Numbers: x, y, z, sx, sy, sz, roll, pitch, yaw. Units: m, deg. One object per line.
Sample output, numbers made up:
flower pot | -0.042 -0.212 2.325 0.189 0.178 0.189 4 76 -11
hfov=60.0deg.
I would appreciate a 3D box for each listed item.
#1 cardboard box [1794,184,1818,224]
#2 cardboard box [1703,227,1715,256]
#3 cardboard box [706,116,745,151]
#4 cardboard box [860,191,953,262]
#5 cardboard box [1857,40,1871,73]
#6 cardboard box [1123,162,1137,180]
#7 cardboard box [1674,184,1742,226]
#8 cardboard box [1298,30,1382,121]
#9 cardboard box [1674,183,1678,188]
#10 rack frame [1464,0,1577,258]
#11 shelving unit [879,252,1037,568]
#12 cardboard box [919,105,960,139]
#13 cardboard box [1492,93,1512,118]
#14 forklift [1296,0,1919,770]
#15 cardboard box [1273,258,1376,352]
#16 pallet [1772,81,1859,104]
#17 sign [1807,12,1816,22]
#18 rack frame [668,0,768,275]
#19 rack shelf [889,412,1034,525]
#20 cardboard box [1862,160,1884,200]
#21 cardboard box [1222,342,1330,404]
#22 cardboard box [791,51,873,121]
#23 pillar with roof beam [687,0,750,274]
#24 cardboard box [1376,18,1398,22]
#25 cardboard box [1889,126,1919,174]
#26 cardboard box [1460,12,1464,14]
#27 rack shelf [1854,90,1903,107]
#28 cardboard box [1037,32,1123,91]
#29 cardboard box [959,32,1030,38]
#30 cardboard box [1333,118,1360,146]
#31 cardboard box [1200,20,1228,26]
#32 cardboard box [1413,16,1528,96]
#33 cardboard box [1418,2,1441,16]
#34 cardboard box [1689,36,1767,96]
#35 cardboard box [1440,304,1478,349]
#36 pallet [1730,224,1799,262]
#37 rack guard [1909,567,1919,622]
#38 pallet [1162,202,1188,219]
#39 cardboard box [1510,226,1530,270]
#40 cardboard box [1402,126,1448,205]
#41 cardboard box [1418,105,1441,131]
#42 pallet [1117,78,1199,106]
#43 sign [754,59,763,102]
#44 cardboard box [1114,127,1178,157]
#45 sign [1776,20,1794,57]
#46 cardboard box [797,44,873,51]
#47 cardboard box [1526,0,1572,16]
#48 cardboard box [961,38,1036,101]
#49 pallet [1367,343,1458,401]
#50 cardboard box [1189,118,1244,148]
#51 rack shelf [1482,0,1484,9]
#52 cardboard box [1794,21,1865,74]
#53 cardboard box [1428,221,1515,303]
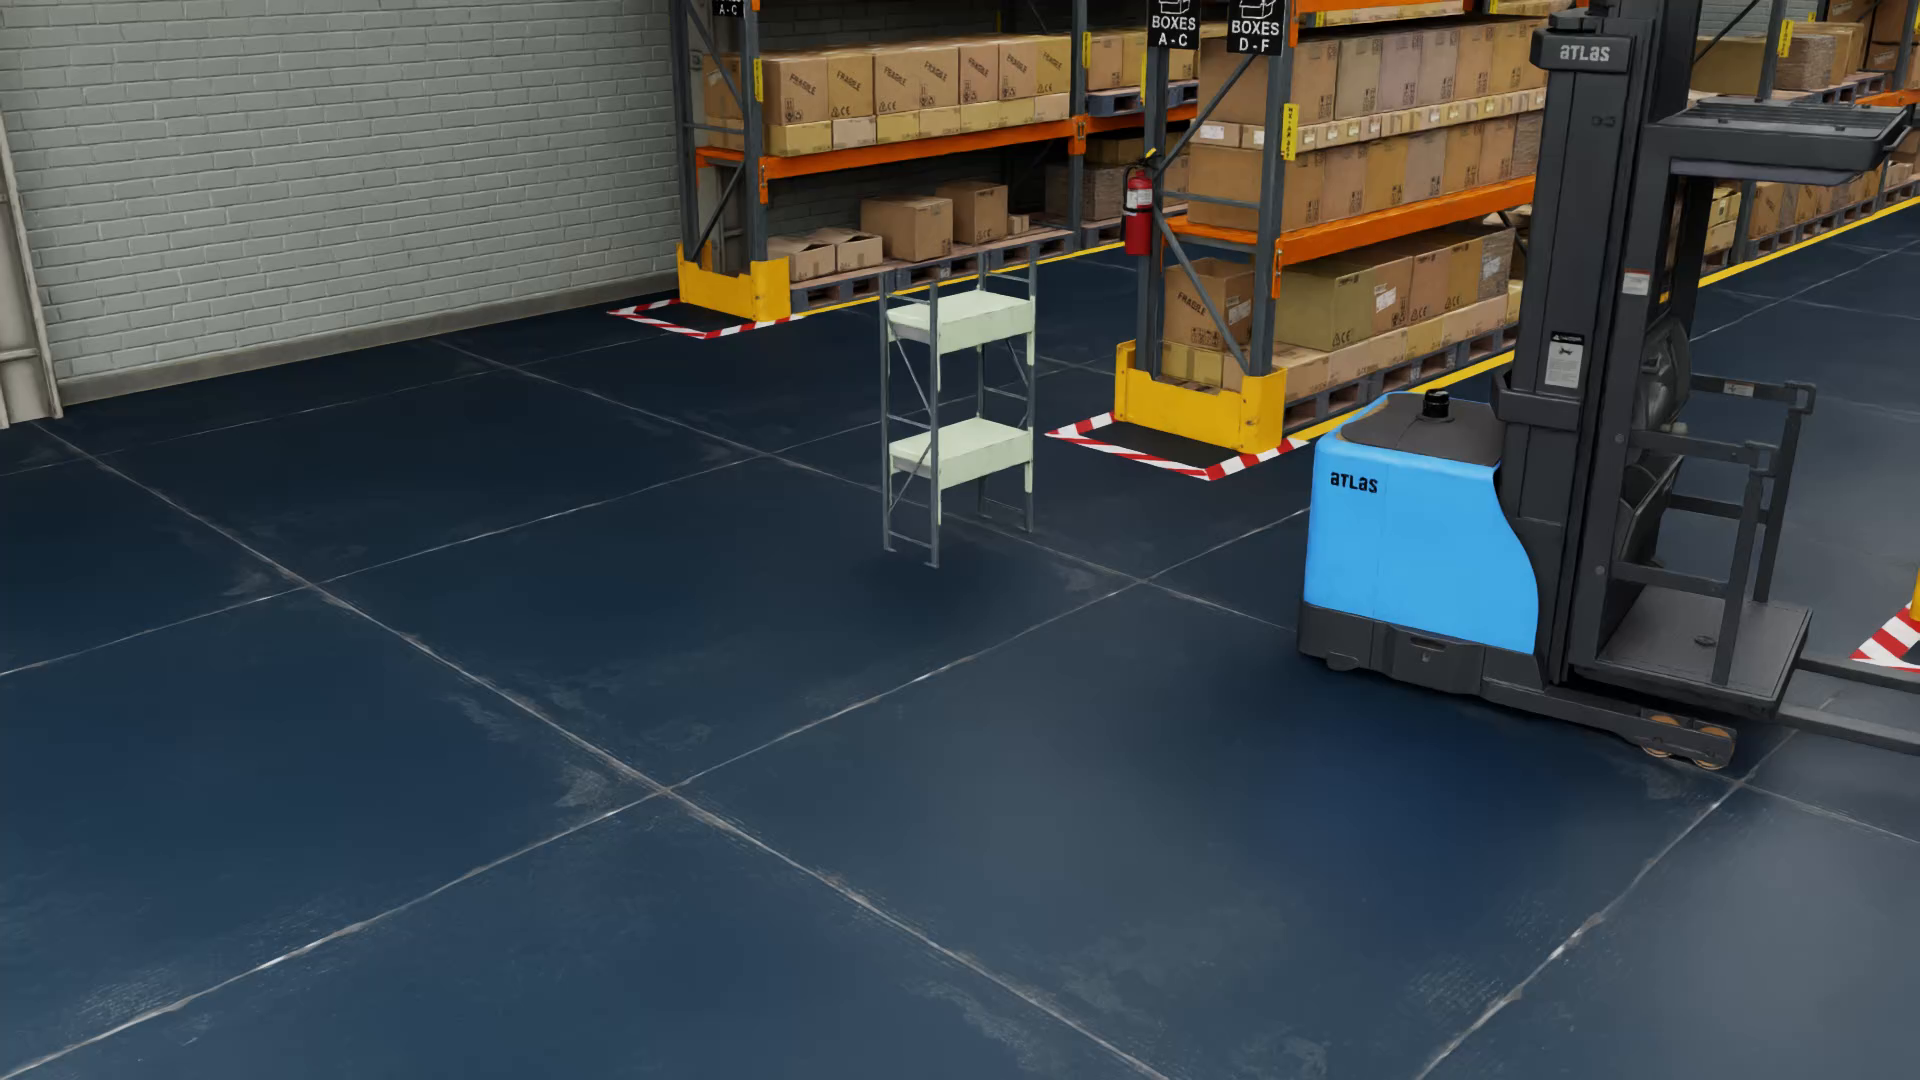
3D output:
cardboard box | 8.385 -3.530 16.949 0.500 0.500 0.500 19 28 40
cardboard box | 6.599 -2.765 15.336 0.500 0.250 0.500 19 28 40
cardboard box | -1.797 -3.473 14.111 0.500 0.250 0.500 -20 28 -41
cardboard box | -0.492 -2.882 15.261 0.700 0.500 0.500 17 27 37
cardboard box | 10.103 -5.450 18.934 0.500 0.500 0.500 -20 28 -41
cardboard box | 1.632 -3.771 17.575 0.700 0.500 0.500 19 28 40
cardboard box | 6.959 -3.161 15.582 0.500 0.311 0.500 -19 28 -41
cardboard box | 2.302 -3.045 10.869 0.700 0.500 0.500 18 28 39
cardboard box | 6.572 -3.296 15.934 0.500 0.311 0.500 -19 28 -40
rack frame | 4.358 -3.154 13.100 1.000 3.000 0.127 19 28 41
shelving unit | -0.005 -0.698 8.801 0.431 1.500 0.755 19 28 41
cardboard box | -0.351 -3.746 14.821 0.500 0.250 0.500 20 28 41
cardboard box | 3.784 -3.182 12.128 0.380 0.149 0.250 19 28 41
forklift | 3.054 -0.664 6.716 3.031 2.935 1.130 13 25 30
cardboard box | 2.448 -1.600 11.258 0.500 0.500 0.500 19 28 41
pallet | 8.501 -4.594 17.114 1.003 0.211 1.213 19 28 41
sign | 9.544 -5.749 18.644 0.100 0.325 0.005 19 28 41
rack frame | -1.985 -3.365 13.649 1.000 3.000 0.127 19 28 41
rack shelf | -0.005 -0.394 8.918 0.431 0.370 0.720 19 28 41
cardboard box | 9.800 -4.051 18.304 0.500 0.500 0.500 19 28 40
cardboard box | 2.101 -1.121 11.057 0.500 0.250 0.500 19 28 41
cardboard box | -1.084 -3.826 13.985 0.500 0.500 0.500 19 28 41
pillar with roof beam | 0.968 -5.484 10.800 9.100 9.000 0.400 19 28 41
cardboard box | 4.837 -5.937 19.757 0.500 0.500 0.500 19 28 40
cardboard box | 11.245 -4.735 20.080 0.797 0.503 0.637 19 28 41
cardboard box | 6.245 -6.463 21.126 0.500 0.500 0.500 19 28 40
rack shelf | 8.543 -4.361 17.242 1.077 0.370 4.000 19 28 41
cardboard box | 1.185 -4.768 16.545 0.700 0.500 0.500 19 28 41
cardboard box | 0.328 -4.614 16.034 0.500 0.500 0.500 18 28 39
cardboard box | 2.353 -2.655 10.757 0.380 0.149 0.250 19 28 41
cardboard box | 2.905 -5.400 18.190 0.700 0.500 0.500 16 26 36
cardboard box | 3.701 -3.561 12.210 0.700 0.500 0.500 19 28 41
cardboard box | 5.525 -6.550 20.309 0.500 0.250 0.500 -19 28 -41
cardboard box | 7.507 -4.615 16.177 0.700 0.500 0.500 9 23 23
cardboard box | 3.497 -1.635 12.394 0.500 0.250 0.500 19 28 41
pallet | 7.696 -3.063 16.751 1.003 0.211 1.213 19 28 41
rack guard | 5.133 0.250 7.727 1.175 0.500 0.348 19 28 41
pallet | 2.199 -3.607 18.165 1.003 0.211 1.213 19 28 41
cardboard box | 4.824 -2.373 13.532 0.500 0.311 0.500 19 28 41
cardboard box | 2.980 -2.688 11.748 0.500 0.500 0.700 -19 28 -40
cardboard box | 3.068 -2.918 11.441 0.380 0.149 0.250 20 28 41
pallet | 2.245 -4.813 17.683 1.003 0.211 1.213 19 28 41
sign | -1.596 -3.633 13.140 0.100 0.325 0.005 19 28 41
cardboard box | 1.972 -4.224 17.709 0.500 0.250 0.500 18 28 39
sign | 7.548 -4.585 15.209 0.100 0.325 0.005 19 28 41
cardboard box | -1.092 -4.090 14.670 0.500 0.500 0.500 18 28 39
cardboard box | 7.790 -7.101 22.950 0.980 0.700 0.700 18 27 38
cardboard box | 0.354 -4.354 15.357 0.500 0.500 0.500 19 28 40
pallet | 2.922 -1.344 12.276 1.003 0.211 1.213 19 28 41
cardboard box | 1.697 -2.622 10.671 0.380 0.149 0.250 19 28 40
rack shelf | 5.753 -4.733 14.029 1.077 0.370 4.000 19 28 41
cardboard box | 9.448 -5.388 18.186 0.700 0.500 0.500 9 23 23
cardboard box | 3.834 -2.117 12.605 0.500 0.500 0.500 19 28 41
